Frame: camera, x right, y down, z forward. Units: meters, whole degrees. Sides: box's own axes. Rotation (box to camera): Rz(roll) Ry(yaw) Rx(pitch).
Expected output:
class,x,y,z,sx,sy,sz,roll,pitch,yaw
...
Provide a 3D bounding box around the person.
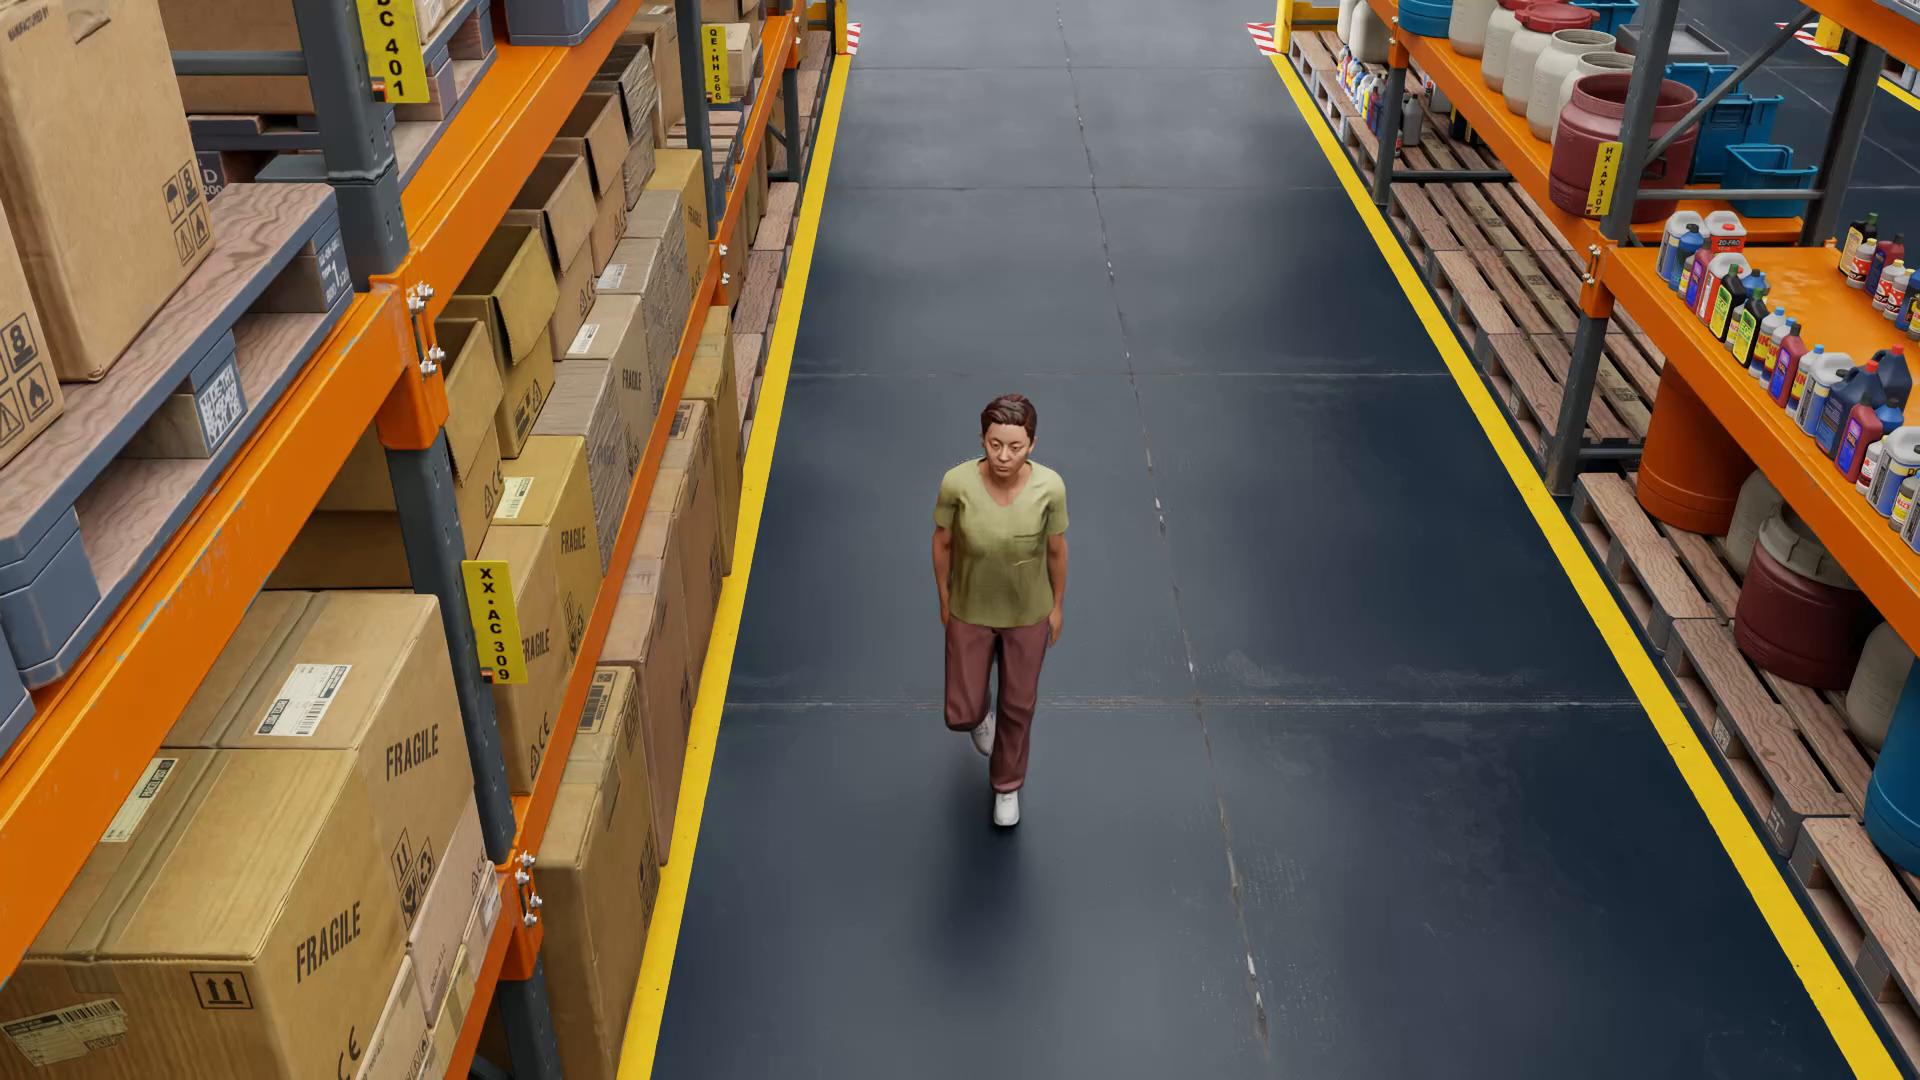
class,x,y,z,sx,sy,sz,roll,pitch,yaw
person,0.136,0.211,5.756,0.460,1.664,0.527,0,32,0
